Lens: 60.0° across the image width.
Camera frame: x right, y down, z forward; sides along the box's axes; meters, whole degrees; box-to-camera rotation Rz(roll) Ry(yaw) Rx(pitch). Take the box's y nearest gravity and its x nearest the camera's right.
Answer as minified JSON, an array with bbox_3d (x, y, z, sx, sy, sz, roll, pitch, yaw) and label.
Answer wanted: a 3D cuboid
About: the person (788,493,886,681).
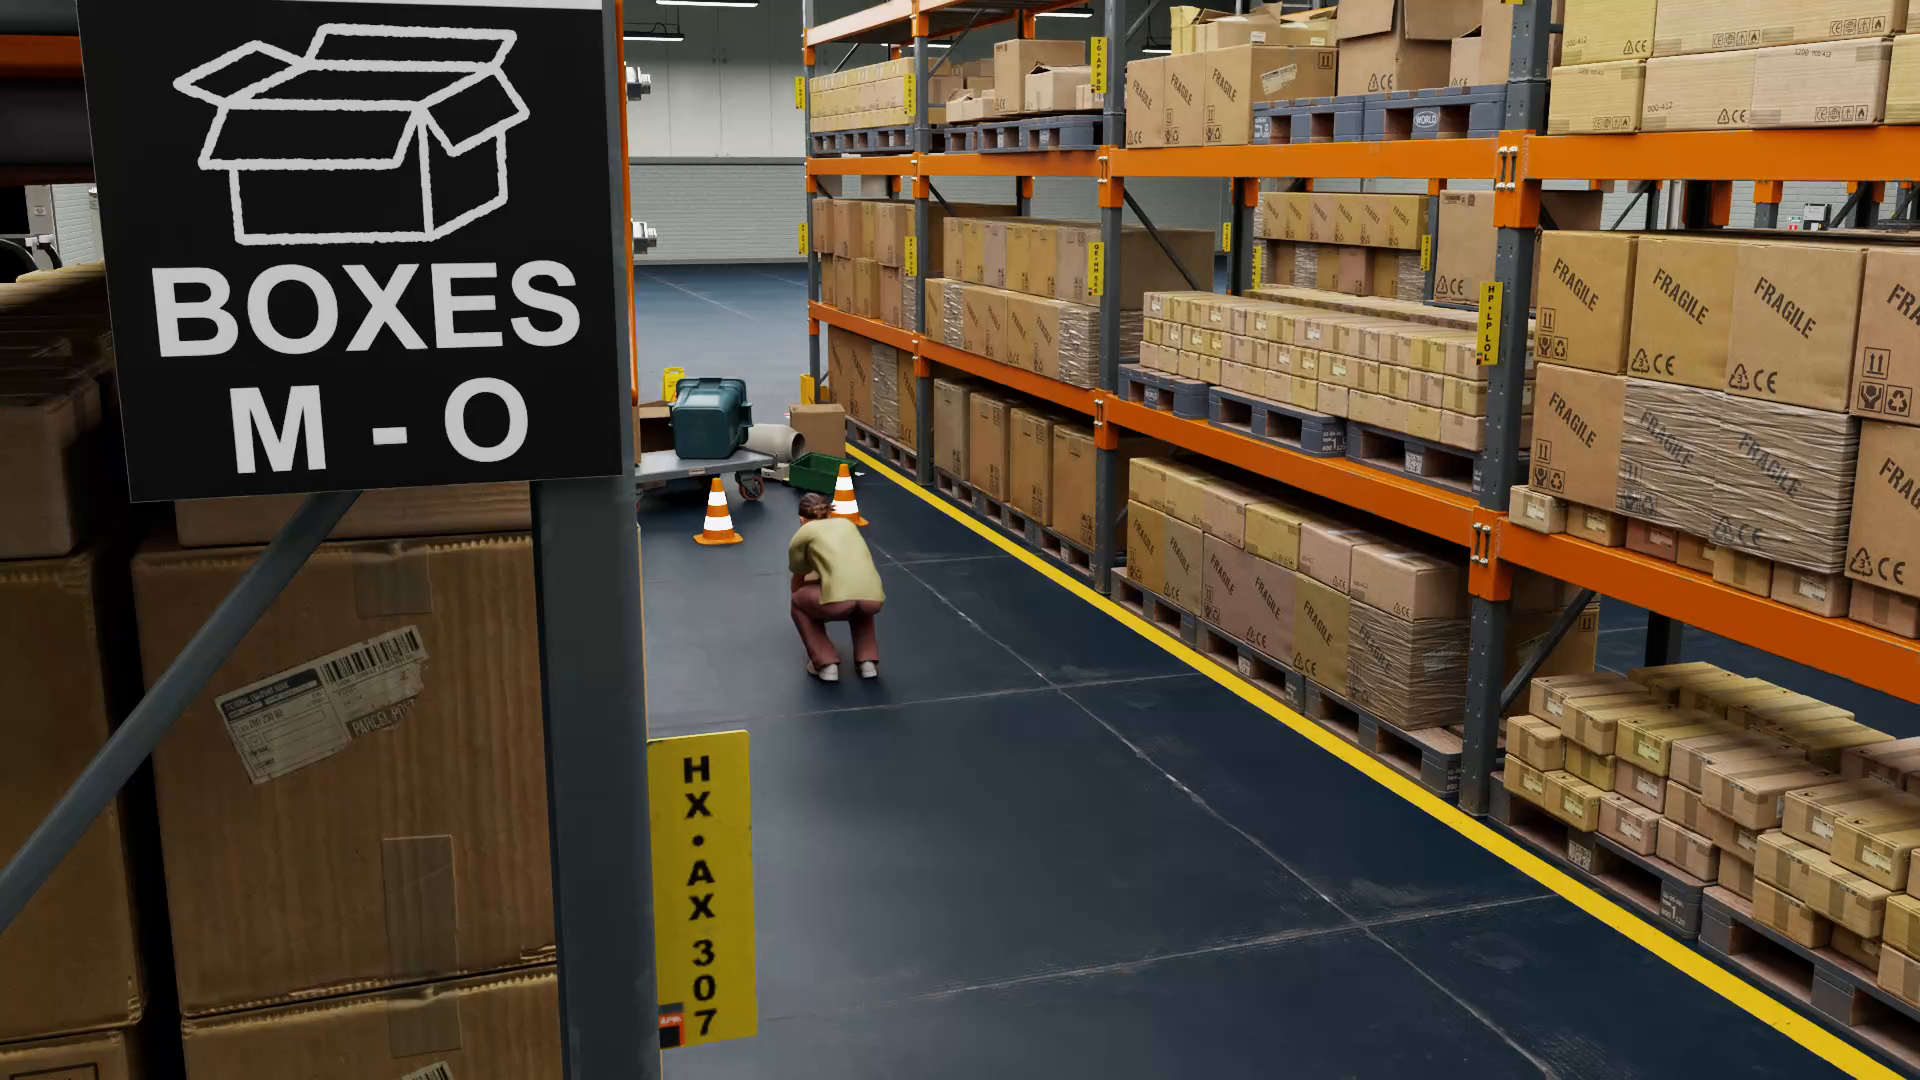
[{"bbox_3d":[-0.687,0.248,9.091,0.461,0.932,0.830,-4,13,-19],"label":"person"}]
